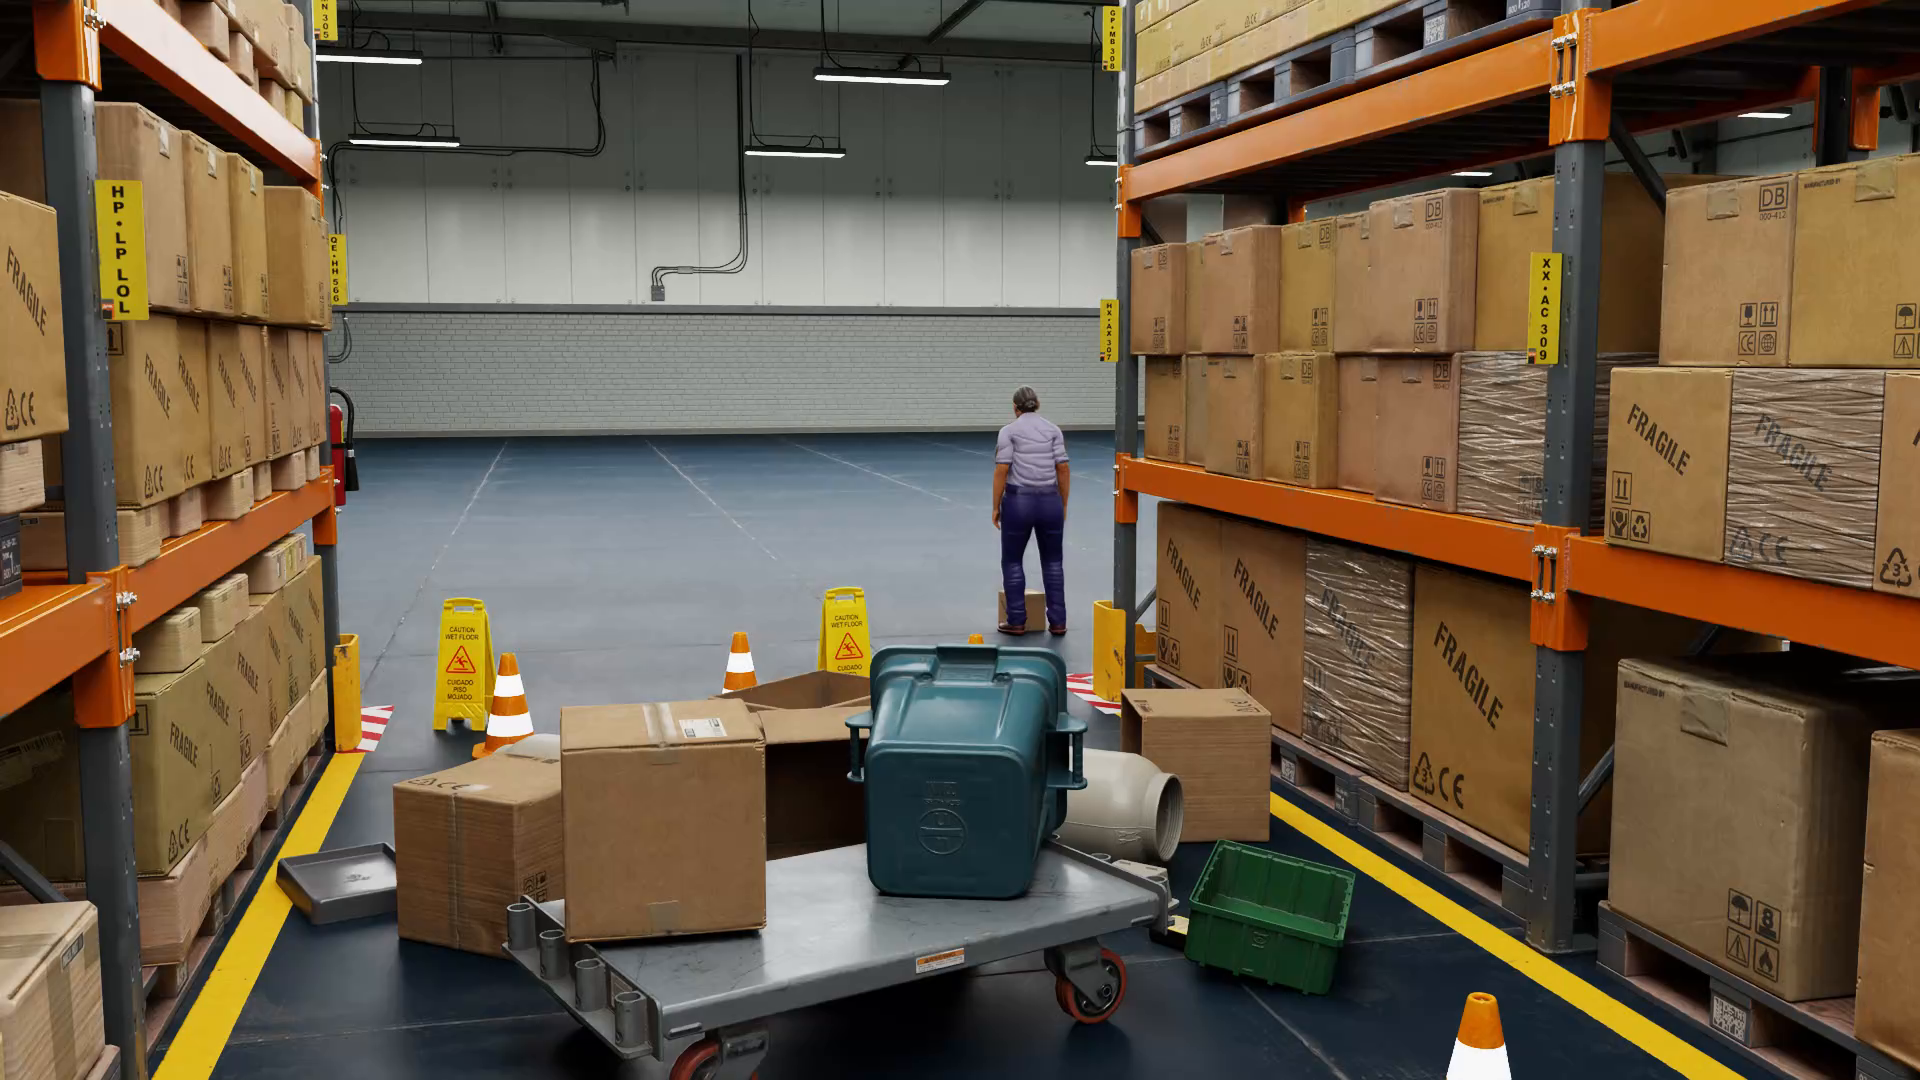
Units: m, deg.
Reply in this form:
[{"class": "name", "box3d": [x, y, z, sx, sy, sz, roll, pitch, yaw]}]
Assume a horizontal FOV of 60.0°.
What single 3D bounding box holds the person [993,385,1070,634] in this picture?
[{"class": "person", "box3d": [0.476, -0.196, 11.018, 0.536, 1.651, 0.414, -2, 6, -14]}]
